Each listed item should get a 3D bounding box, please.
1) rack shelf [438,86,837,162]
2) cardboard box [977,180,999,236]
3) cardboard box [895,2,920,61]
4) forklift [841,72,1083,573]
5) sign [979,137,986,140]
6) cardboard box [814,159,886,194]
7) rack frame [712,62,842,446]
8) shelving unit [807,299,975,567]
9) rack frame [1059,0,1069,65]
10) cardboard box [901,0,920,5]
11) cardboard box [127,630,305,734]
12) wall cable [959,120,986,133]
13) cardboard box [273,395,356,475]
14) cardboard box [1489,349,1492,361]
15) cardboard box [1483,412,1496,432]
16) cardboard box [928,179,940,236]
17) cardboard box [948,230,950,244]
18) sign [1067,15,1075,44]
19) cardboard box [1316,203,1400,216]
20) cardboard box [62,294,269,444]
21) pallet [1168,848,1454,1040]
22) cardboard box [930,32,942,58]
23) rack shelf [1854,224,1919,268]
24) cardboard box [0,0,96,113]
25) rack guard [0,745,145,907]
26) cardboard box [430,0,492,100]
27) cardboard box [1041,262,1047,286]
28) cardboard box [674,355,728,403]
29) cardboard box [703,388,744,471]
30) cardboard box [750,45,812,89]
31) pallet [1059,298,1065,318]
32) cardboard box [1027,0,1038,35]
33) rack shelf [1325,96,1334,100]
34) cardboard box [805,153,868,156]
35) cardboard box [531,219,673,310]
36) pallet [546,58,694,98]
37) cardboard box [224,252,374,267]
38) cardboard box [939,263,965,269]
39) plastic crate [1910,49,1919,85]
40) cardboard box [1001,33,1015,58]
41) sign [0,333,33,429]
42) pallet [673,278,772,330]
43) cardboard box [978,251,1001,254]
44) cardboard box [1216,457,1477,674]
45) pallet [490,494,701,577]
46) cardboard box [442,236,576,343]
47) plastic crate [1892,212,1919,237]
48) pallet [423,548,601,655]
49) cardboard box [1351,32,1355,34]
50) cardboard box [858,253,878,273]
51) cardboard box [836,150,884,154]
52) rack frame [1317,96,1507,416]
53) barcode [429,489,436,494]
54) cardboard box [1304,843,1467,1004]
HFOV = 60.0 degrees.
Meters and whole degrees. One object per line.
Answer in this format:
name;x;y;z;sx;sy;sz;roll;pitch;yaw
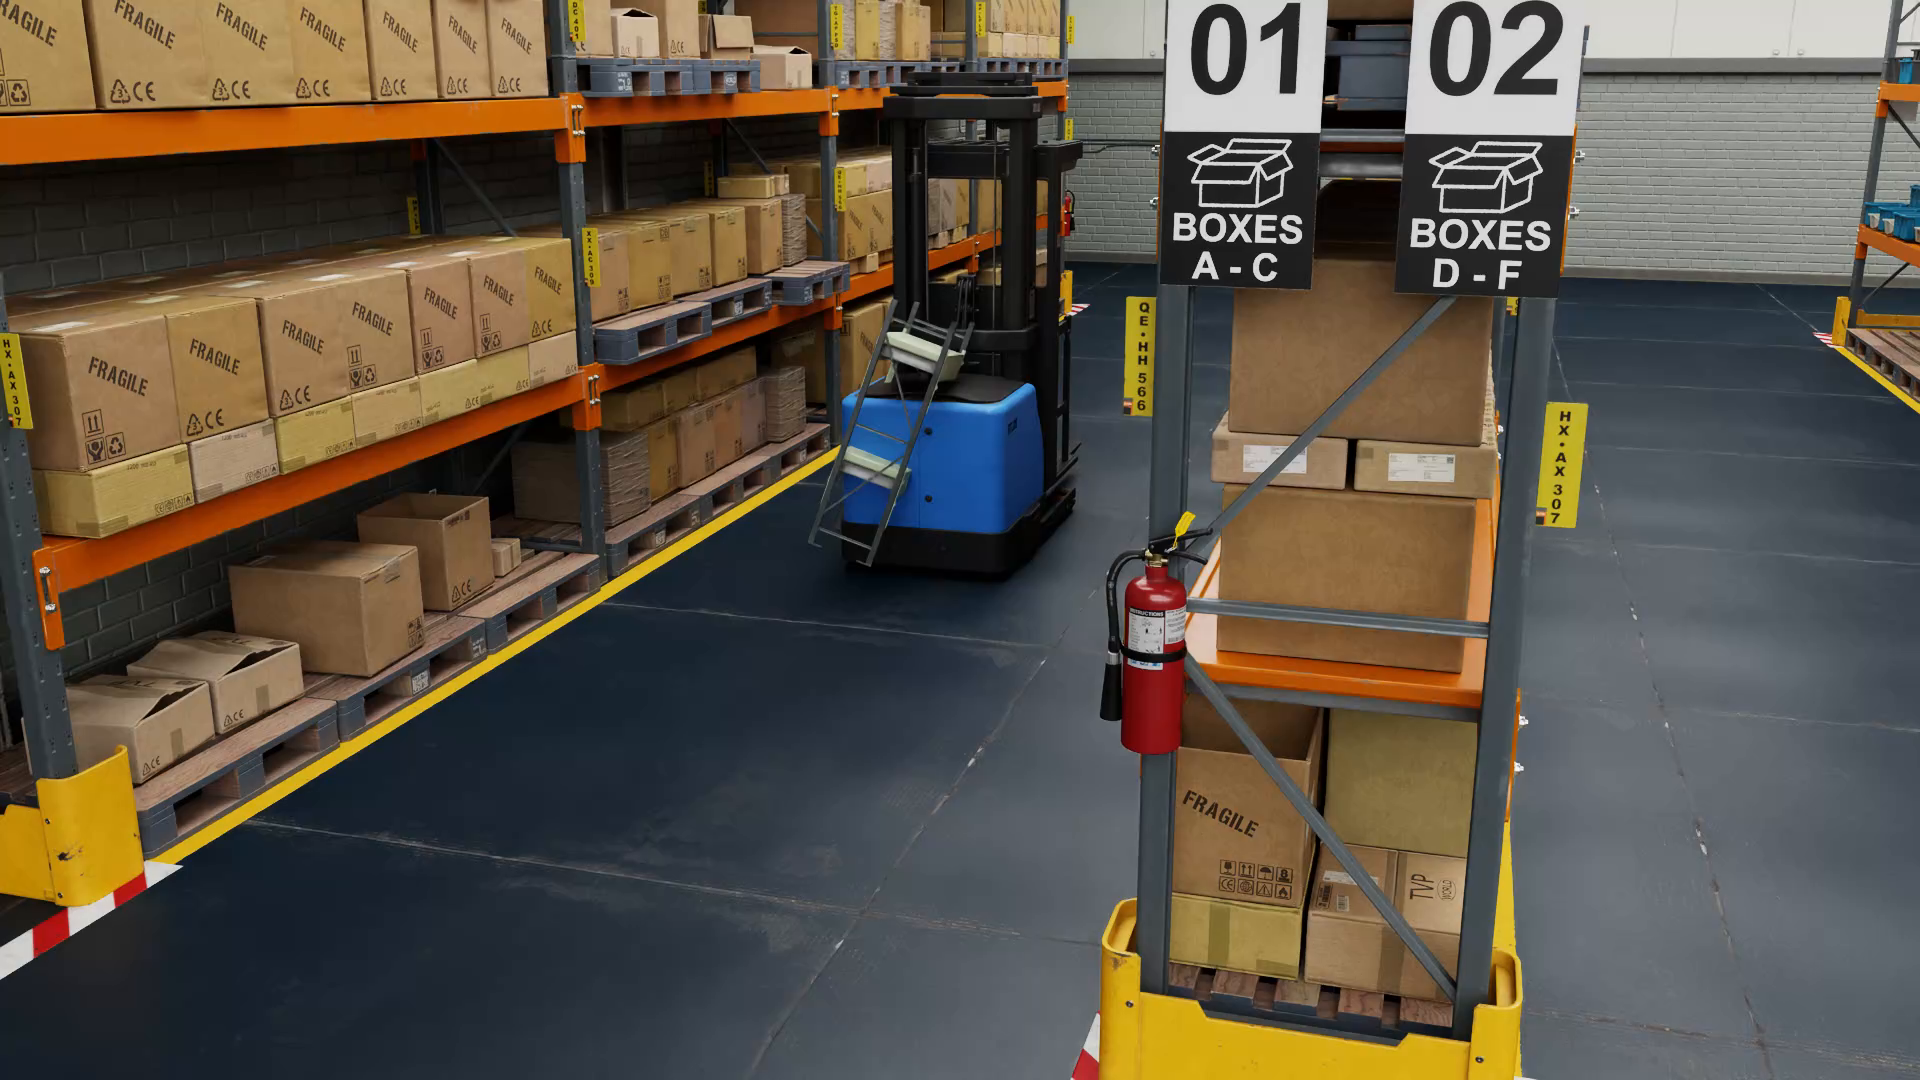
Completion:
rack shelf;-2.030;-2.832;11.137;1.077;0.370;4.000;5;16;16
cardboard box;-0.155;-3.589;17.437;0.980;0.700;0.700;5;17;17
cardboard box;-0.776;-4.635;15.186;0.700;0.500;0.500;4;16;15
forklift;0.174;-1.575;11.012;1.130;2.935;3.031;4;16;15
sign;0.282;-4.850;20.700;0.100;0.325;0.005;5;16;16
cardboard box;-0.933;-3.059;13.978;0.500;0.250;0.500;4;16;15
rack frame;-1.461;-2.258;13.293;1.000;3.000;0.127;5;16;16
shelving unit;-0.399;-0.654;9.944;0.431;1.500;0.755;21;10;5
rack frame;0.812;-7.237;19.853;1.000;3.000;0.127;5;16;16
cardboard box;-0.700;-5.148;15.621;0.500;0.250;0.500;6;17;20
cardboard box;-3.290;0.594;7.360;0.500;0.311;0.500;6;17;20
wall cable;0.269;-5.248;21.973;0.084;1.984;1.851;5;16;16
cardboard box;-3.007;-0.475;7.246;0.500;0.250;0.500;4;16;15
cardboard box;1.771;-0.630;6.181;0.380;0.149;0.250;5;17;16
cardboard box;1.406;-0.297;5.008;0.380;0.149;0.250;4;16;14
cardboard box;-0.501;-3.100;15.496;0.500;0.500;0.500;5;16;16
cardboard box;-0.315;-2.951;16.159;0.380;0.149;0.250;5;17;18
sign;1.328;-6.136;19.991;0.100;0.325;0.005;5;16;16
cardboard box;1.605;-0.990;6.262;0.700;0.500;0.500;5;16;16
cardboard box;-3.161;-0.693;6.640;0.500;0.500;0.500;5;16;16
pallet;1.193;1.356;5.660;1.003;0.211;1.213;5;16;16
cardboard box;-0.355;-5.123;17.218;0.500;0.250;0.500;5;17;16
rack shelf;9.742;-2.713;16.217;1.077;0.370;4.000;5;16;16
cardboard box;-3.400;-1.734;5.728;0.500;0.500;0.500;5;17;17
rack guard;-3.713;1.018;6.325;1.175;0.500;0.348;5;16;16
cardboard box;-2.661;-2.430;8.181;0.500;0.500;0.500;3;16;11
cardboard box;0.709;-3.159;20.283;0.700;0.500;0.500;5;16;16
cardboard box;-1.979;-1.156;11.809;0.500;0.250;0.500;5;16;16
cardboard box;-1.988;-0.817;11.986;0.700;0.500;0.500;5;16;16
cardboard box;-1.407;-3.458;12.155;0.500;0.311;0.500;5;16;16
pallet;0.660;-2.794;20.293;1.003;0.211;1.213;5;16;16
cardboard box;0.573;-5.853;18.418;0.500;0.500;0.500;4;16;13
rack shelf;2.721;-2.448;9.786;1.077;0.370;4.000;5;16;16
cardboard box;-1.137;-3.361;15.042;0.500;0.250;0.500;4;16;15
cardboard box;-2.255;-1.747;10.503;0.700;0.500;0.500;6;17;22
pallet;-2.320;-2.717;9.760;1.213;0.211;1.003;5;16;16
cardboard box;-3.229;-1.138;8.208;0.500;0.500;0.500;5;17;17
cardboard box;-0.023;-2.988;18.490;0.380;0.149;0.250;4;16;14
plastic crate;9.613;-4.617;16.228;0.504;0.338;0.767;5;16;16
cardboard box;0.283;-5.218;17.554;0.500;0.250;0.500;4;16;15
sign;-3.215;-0.539;5.647;0.100;0.325;0.005;5;16;16
pallet;-1.985;-1.645;11.482;1.003;0.211;1.213;5;16;16
cardboard box;0.338;-3.322;19.666;0.380;0.149;0.250;5;17;16
cardboard box;1.161;0.049;4.976;0.700;0.500;0.500;5;16;16
pallet;-2.378;-0.074;10.702;1.003;0.211;1.213;5;16;16
cardboard box;-2.436;-1.362;8.998;0.500;0.500;0.500;5;16;16
plastic crate;9.551;-3.147;16.626;0.416;0.233;0.300;5;16;16
pallet;-2.755;0.309;9.355;1.003;0.211;1.213;5;16;16
cardboard box;1.564;-2.169;6.268;0.797;0.503;0.637;7;17;22
cardboard box;-0.909;-2.343;14.017;0.380;0.149;0.250;5;17;18
cardboard box;-0.985;-3.497;15.522;0.500;0.250;0.500;4;16;14
rack frame;2.152;-0.828;8.252;1.000;3.000;0.127;5;16;16
barcode;-2.982;-0.252;9.408;0.001;0.075;0.075;5;16;16
cardboard box;1.381;1.216;5.314;0.500;0.250;0.500;5;16;16
